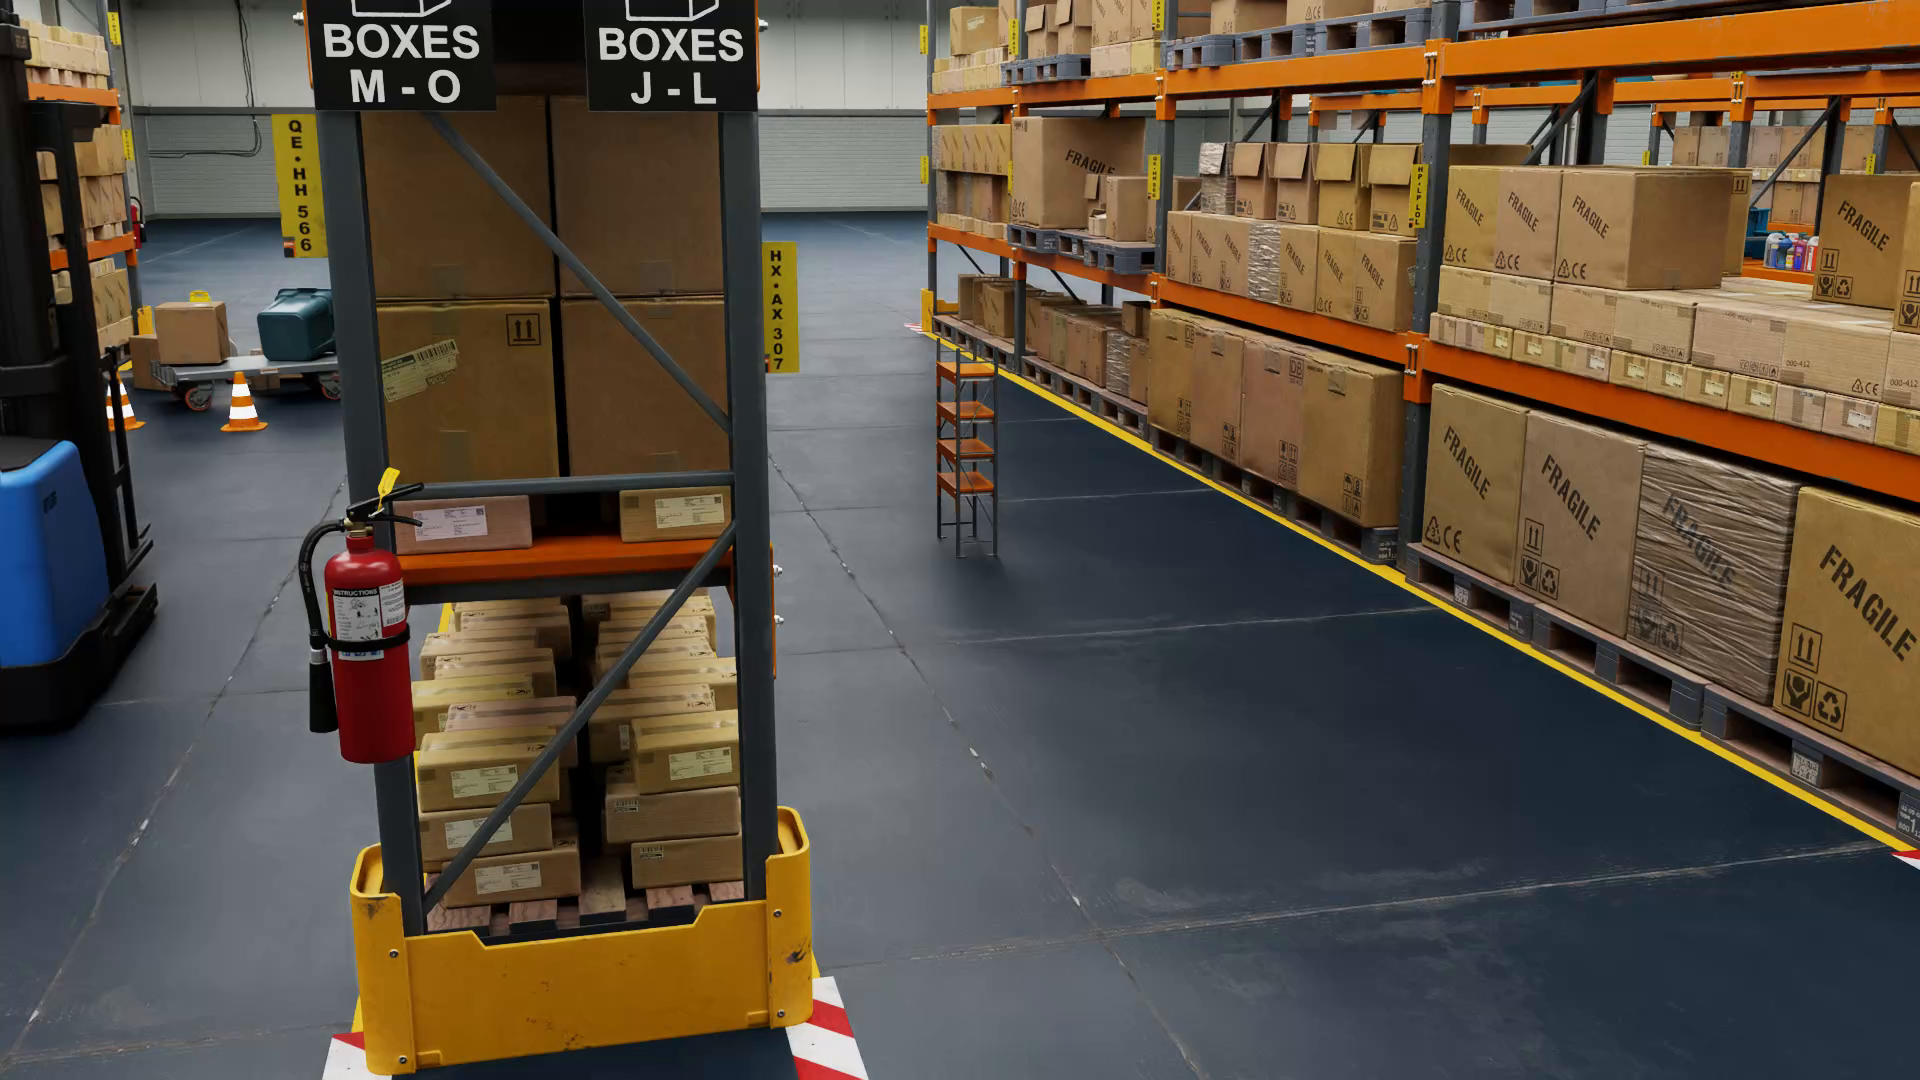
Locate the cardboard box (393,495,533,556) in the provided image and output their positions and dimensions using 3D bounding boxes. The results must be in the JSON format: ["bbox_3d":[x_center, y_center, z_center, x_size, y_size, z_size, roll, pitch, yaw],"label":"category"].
[{"bbox_3d":[-1.334,-0.067,4.409,0.380,0.149,0.250,-3,14,-13],"label":"cardboard box"}]

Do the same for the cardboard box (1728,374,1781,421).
[{"bbox_3d":[3.217,-0.560,6.427,0.380,0.149,0.250,-4,14,-14],"label":"cardboard box"}]

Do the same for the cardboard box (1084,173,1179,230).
[{"bbox_3d":[1.541,-3.010,14.825,0.797,0.503,0.637,-2,14,-7],"label":"cardboard box"}]

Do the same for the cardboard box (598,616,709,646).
[{"bbox_3d":[-1.087,0.384,5.905,0.380,0.149,0.250,-3,14,-11],"label":"cardboard box"}]

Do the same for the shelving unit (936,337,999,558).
[{"bbox_3d":[0.039,-0.545,9.628,0.258,1.200,0.503,-3,14,-13],"label":"shelving unit"}]

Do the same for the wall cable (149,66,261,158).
[{"bbox_3d":[-21.517,-12.113,47.088,3.097,2.526,0.112,-3,14,-13],"label":"wall cable"}]

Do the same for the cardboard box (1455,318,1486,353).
[{"bbox_3d":[2.731,-1.036,8.375,0.380,0.149,0.250,-4,14,-15],"label":"cardboard box"}]

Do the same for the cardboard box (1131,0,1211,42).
[{"bbox_3d":[1.628,-4.073,12.692,0.500,0.500,0.500,-3,14,-12],"label":"cardboard box"}]

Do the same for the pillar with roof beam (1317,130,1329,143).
[{"bbox_3d":[5.733,-12.999,44.174,9.100,9.000,0.400,-3,14,-13],"label":"pillar with roof beam"}]

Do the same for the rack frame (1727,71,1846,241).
[{"bbox_3d":[6.798,-2.504,13.856,1.000,3.000,0.127,-3,14,-13],"label":"rack frame"}]

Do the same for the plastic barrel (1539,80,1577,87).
[{"bbox_3d":[6.189,-5.022,16.787,0.600,0.901,0.708,-3,14,-13],"label":"plastic barrel"}]

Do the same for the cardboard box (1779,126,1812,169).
[{"bbox_3d":[10.327,-4.715,19.961,0.700,0.500,0.500,-3,14,-13],"label":"cardboard box"}]

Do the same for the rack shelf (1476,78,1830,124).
[{"bbox_3d":[6.328,-4.073,15.474,1.077,0.370,4.000,-3,14,-13],"label":"rack shelf"}]

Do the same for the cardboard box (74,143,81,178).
[{"bbox_3d":[-8.672,-3.627,15.509,0.700,0.500,0.500,-4,14,-14],"label":"cardboard box"}]

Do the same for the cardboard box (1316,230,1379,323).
[{"bbox_3d":[2.438,-1.561,9.785,0.500,0.500,0.500,-3,14,-11],"label":"cardboard box"}]

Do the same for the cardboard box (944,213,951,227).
[{"bbox_3d":[0.024,-3.755,19.506,0.380,0.149,0.250,-3,14,-13],"label":"cardboard box"}]

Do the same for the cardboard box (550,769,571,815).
[{"bbox_3d":[-1.393,0.738,5.081,0.380,0.149,0.250,-4,14,-14],"label":"cardboard box"}]

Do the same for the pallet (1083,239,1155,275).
[{"bbox_3d":[1.712,-2.293,13.397,1.213,0.211,1.003,-3,14,-13],"label":"pallet"}]

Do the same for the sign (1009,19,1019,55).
[{"bbox_3d":[0.518,-4.827,15.954,0.100,0.325,0.005,-3,14,-13],"label":"sign"}]

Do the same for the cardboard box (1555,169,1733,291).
[{"bbox_3d":[3.022,-1.382,7.375,0.500,0.500,0.500,-4,14,-15],"label":"cardboard box"}]

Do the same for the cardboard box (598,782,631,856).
[{"bbox_3d":[-0.936,0.857,5.220,0.380,0.149,0.250,-3,14,-13],"label":"cardboard box"}]

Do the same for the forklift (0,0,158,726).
[{"bbox_3d":[-4.499,-0.943,7.611,1.130,2.935,3.031,-4,14,-16],"label":"forklift"}]

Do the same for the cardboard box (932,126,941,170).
[{"bbox_3d":[-0.031,-4.610,19.532,0.500,0.500,0.500,-3,14,-13],"label":"cardboard box"}]

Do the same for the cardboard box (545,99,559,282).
[{"bbox_3d":[-0.955,-1.042,4.929,0.500,0.500,0.500,-3,14,-12],"label":"cardboard box"}]

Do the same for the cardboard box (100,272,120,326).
[{"bbox_3d":[-8.961,-2.463,17.017,0.500,0.500,0.500,-3,14,-11],"label":"cardboard box"}]

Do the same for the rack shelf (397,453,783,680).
[{"bbox_3d":[-1.452,-0.241,6.109,1.077,0.370,4.000,-3,14,-13],"label":"rack shelf"}]

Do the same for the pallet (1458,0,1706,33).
[{"bbox_3d":[3.105,-2.530,7.828,1.003,0.211,1.213,-3,14,-13],"label":"pallet"}]

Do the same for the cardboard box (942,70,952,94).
[{"bbox_3d":[0.094,-5.213,18.942,0.500,0.250,0.500,-4,14,-14],"label":"cardboard box"}]

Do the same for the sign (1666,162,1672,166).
[{"bbox_3d":[13.565,-7.151,31.686,0.001,0.109,0.331,-3,14,-13],"label":"sign"}]

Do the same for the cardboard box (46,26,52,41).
[{"bbox_3d":[-8.791,-4.766,15.642,0.380,0.149,0.250,-3,14,-12],"label":"cardboard box"}]

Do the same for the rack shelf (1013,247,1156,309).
[{"bbox_3d":[1.514,-2.340,14.700,1.077,0.370,4.000,-3,14,-13],"label":"rack shelf"}]

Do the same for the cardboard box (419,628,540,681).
[{"bbox_3d":[-1.657,0.419,5.761,0.380,0.149,0.250,-3,14,-11],"label":"cardboard box"}]

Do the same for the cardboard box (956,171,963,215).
[{"bbox_3d":[0.441,-4.029,19.262,0.875,0.500,0.500,-3,14,-13],"label":"cardboard box"}]

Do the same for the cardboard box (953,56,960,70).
[{"bbox_3d":[0.138,-5.335,18.601,0.380,0.149,0.250,-3,14,-13],"label":"cardboard box"}]

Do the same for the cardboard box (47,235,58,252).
[{"bbox_3d":[-8.577,-2.741,15.354,0.380,0.149,0.250,-3,14,-11],"label":"cardboard box"}]

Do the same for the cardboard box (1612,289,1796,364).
[{"bbox_3d":[3.126,-0.905,7.002,0.500,0.250,0.500,-3,14,-13],"label":"cardboard box"}]

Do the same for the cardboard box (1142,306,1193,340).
[{"bbox_3d":[1.797,-1.744,13.507,0.500,0.250,0.500,-3,14,-11],"label":"cardboard box"}]

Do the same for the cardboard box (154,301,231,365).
[{"bbox_3d":[-6.866,-1.858,14.883,0.500,0.500,0.500,-3,14,-13],"label":"cardboard box"}]

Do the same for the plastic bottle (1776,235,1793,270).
[{"bbox_3d":[6.586,-2.295,13.273,0.097,0.271,0.097,0,14,0],"label":"plastic bottle"}]

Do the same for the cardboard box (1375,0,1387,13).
[{"bbox_3d":[2.753,-3.181,9.610,0.500,0.311,0.500,-4,14,-15],"label":"cardboard box"}]

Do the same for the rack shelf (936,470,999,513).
[{"bbox_3d":[0.039,-0.286,9.691,0.258,0.148,0.480,-3,14,-13],"label":"rack shelf"}]

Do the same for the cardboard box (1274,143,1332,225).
[{"bbox_3d":[2.454,-2.289,10.653,0.797,0.503,0.637,-3,14,-11],"label":"cardboard box"}]

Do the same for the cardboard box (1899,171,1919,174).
[{"bbox_3d":[10.799,-4.138,18.968,0.380,0.149,0.250,-3,14,-13],"label":"cardboard box"}]

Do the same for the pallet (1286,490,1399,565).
[{"bbox_3d":[2.668,-0.124,9.991,1.003,0.211,1.213,-3,14,-13],"label":"pallet"}]

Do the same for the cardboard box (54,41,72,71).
[{"bbox_3d":[-8.782,-4.595,15.783,0.500,0.250,0.500,-3,14,-13],"label":"cardboard box"}]

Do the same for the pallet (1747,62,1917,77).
[{"bbox_3d":[6.882,-3.687,12.778,1.003,0.211,1.213,-3,14,-13],"label":"pallet"}]

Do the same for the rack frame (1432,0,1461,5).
[{"bbox_3d":[2.923,-4.219,8.237,1.000,3.000,0.127,-3,14,-13],"label":"rack frame"}]

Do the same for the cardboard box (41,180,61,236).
[{"bbox_3d":[-8.562,-3.023,15.142,0.500,0.500,0.500,-3,14,-13],"label":"cardboard box"}]

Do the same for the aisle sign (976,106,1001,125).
[{"bbox_3d":[0.382,-5.367,20.098,0.394,0.787,0.004,-3,14,-13],"label":"aisle sign"}]

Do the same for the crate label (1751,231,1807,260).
[{"bbox_3d":[7.063,-2.541,14.359,0.303,0.233,0.416,-3,14,-13],"label":"crate label"}]

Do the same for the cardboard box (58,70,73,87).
[{"bbox_3d":[-8.769,-4.438,15.979,0.380,0.149,0.250,-3,14,-14],"label":"cardboard box"}]
